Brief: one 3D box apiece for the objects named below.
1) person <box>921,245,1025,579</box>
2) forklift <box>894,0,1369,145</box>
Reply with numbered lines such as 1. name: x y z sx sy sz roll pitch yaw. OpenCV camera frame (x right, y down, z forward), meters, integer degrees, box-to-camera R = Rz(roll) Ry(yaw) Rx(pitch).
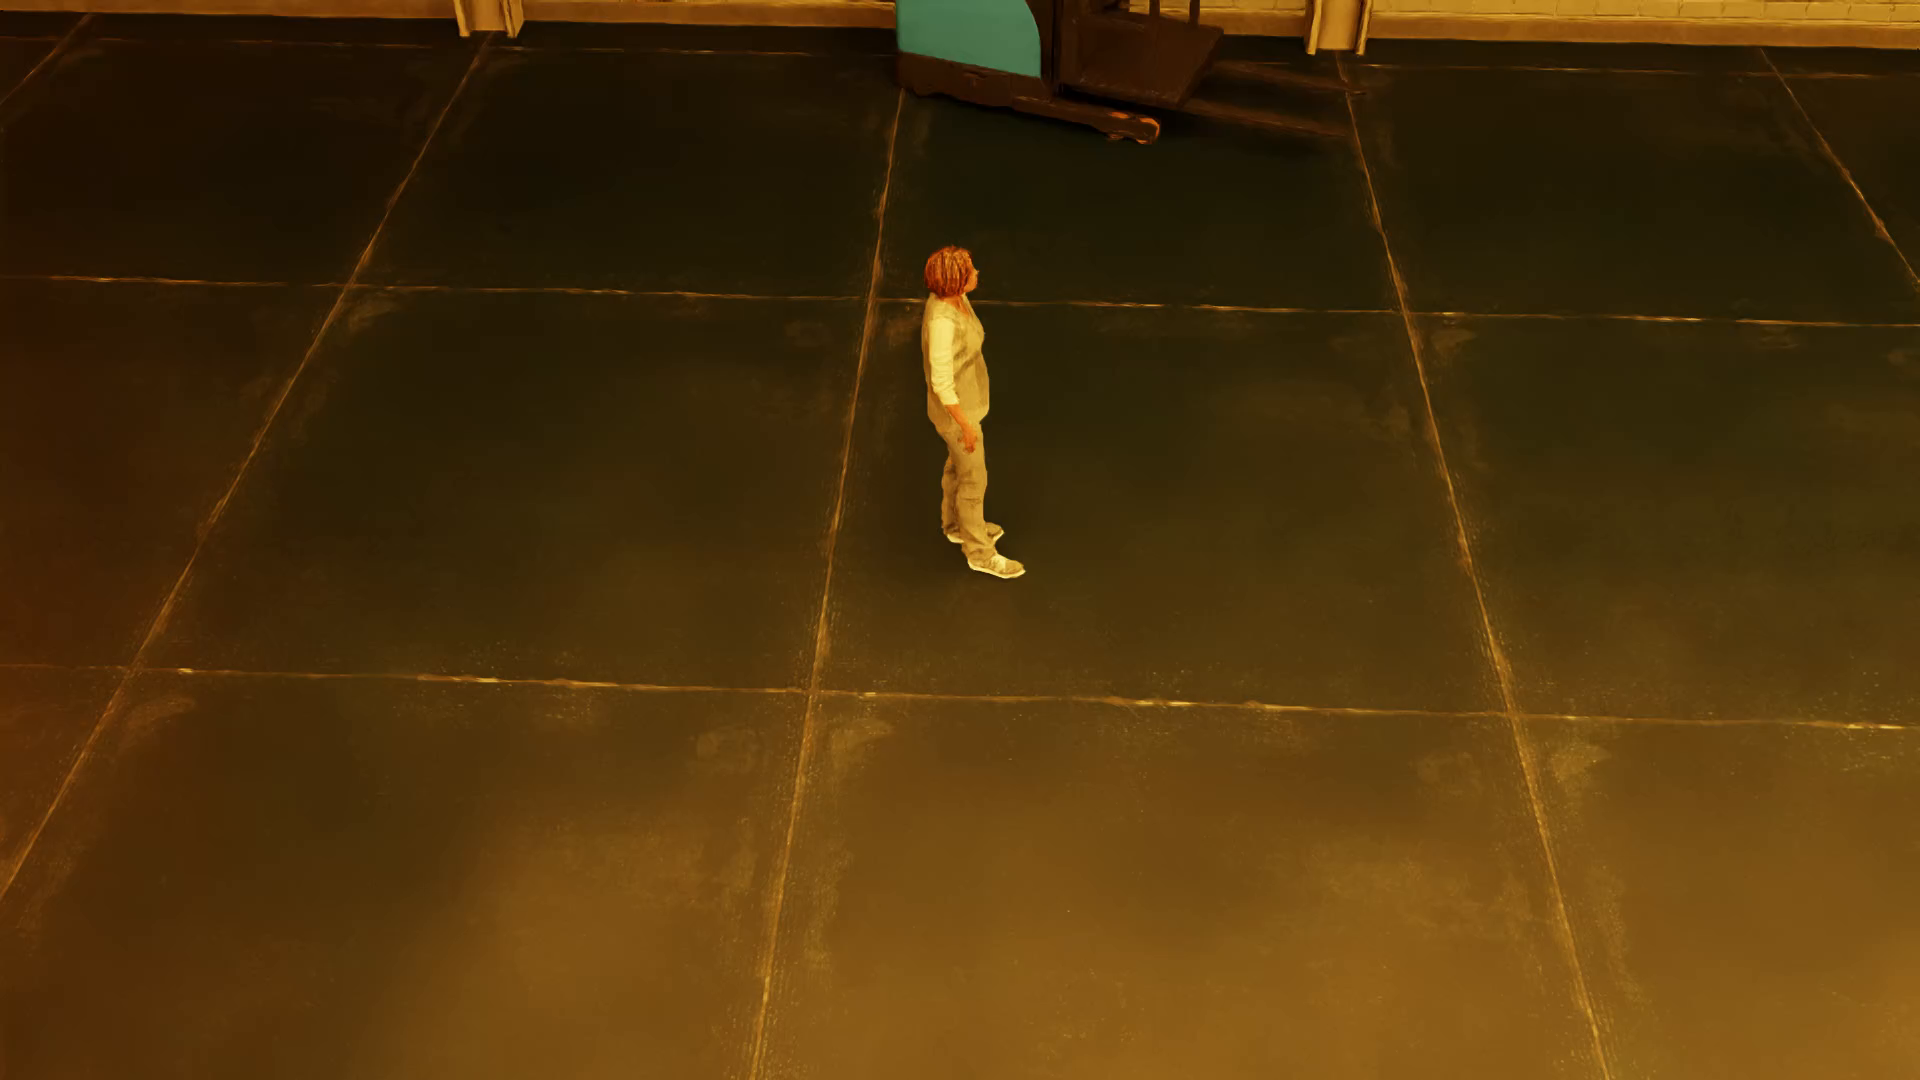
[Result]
1. person: 0.074 -0.584 7.360 0.473 1.597 0.521 2 42 2
2. forklift: 1.130 -4.034 10.161 3.031 2.935 1.130 16 45 16
